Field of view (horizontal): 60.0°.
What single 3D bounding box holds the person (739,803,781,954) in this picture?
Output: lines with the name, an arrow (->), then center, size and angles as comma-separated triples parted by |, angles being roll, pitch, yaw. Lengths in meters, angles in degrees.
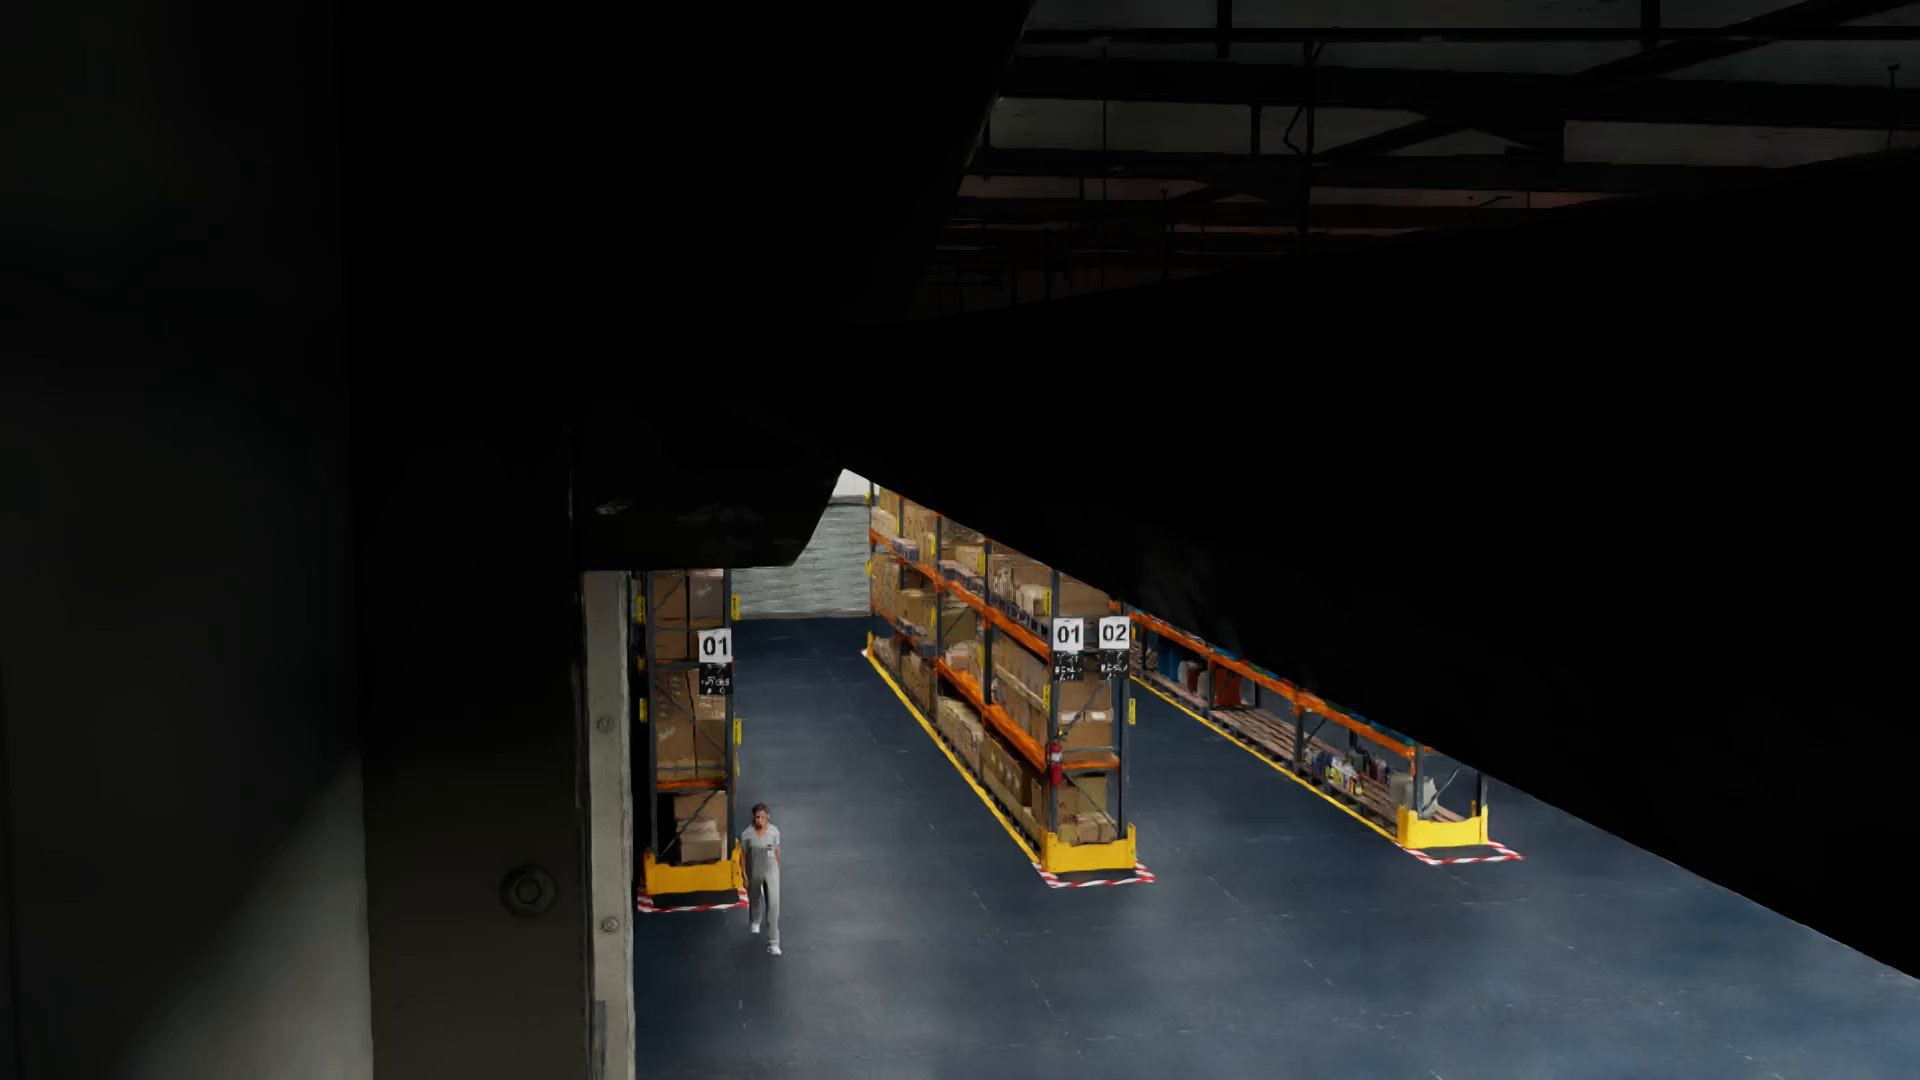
person -> -2.177, 3.634, 18.127 | 0.446, 1.590, 1.109 | -1, 6, -8

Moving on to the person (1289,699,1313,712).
person -> 6.309, 2.356, 30.404 | 0.639, 1.632, 0.512 | -2, 6, -14

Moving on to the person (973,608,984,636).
person -> 0.450, 1.848, 34.177 | 0.390, 1.792, 0.671 | -2, 6, -20
